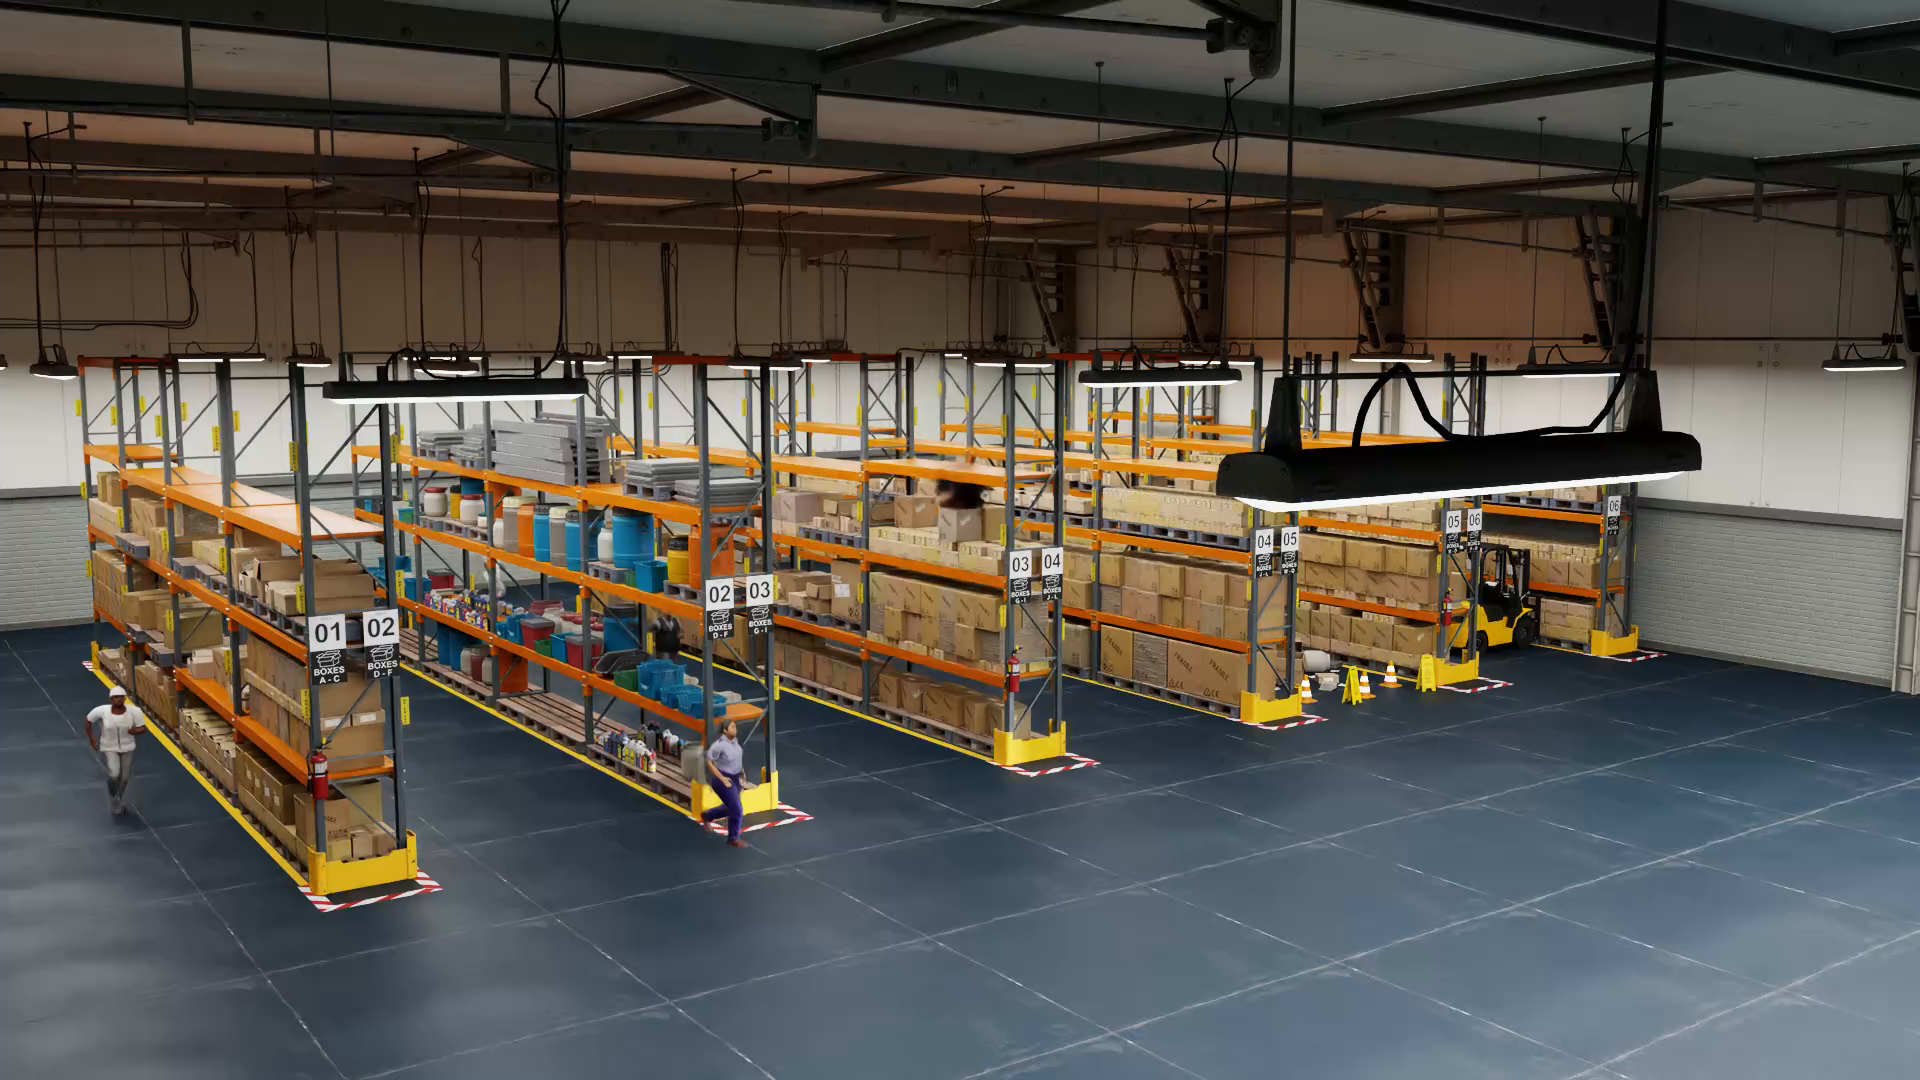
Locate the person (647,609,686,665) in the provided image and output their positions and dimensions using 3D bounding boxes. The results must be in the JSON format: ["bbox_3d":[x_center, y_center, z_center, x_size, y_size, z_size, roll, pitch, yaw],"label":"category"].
[{"bbox_3d":[-5.070,1.957,28.843,0.645,1.732,0.906,-6,9,-42],"label":"person"}]

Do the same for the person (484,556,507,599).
[{"bbox_3d":[-10.643,0.841,38.116,0.594,1.745,0.662,-3,8,-25],"label":"person"}]

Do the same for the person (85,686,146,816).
[{"bbox_3d":[-11.185,2.790,22.093,0.677,1.738,0.767,-5,9,-38],"label":"person"}]

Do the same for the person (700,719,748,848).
[{"bbox_3d":[-2.969,3.033,20.839,0.692,1.602,0.603,2,7,19],"label":"person"}]
